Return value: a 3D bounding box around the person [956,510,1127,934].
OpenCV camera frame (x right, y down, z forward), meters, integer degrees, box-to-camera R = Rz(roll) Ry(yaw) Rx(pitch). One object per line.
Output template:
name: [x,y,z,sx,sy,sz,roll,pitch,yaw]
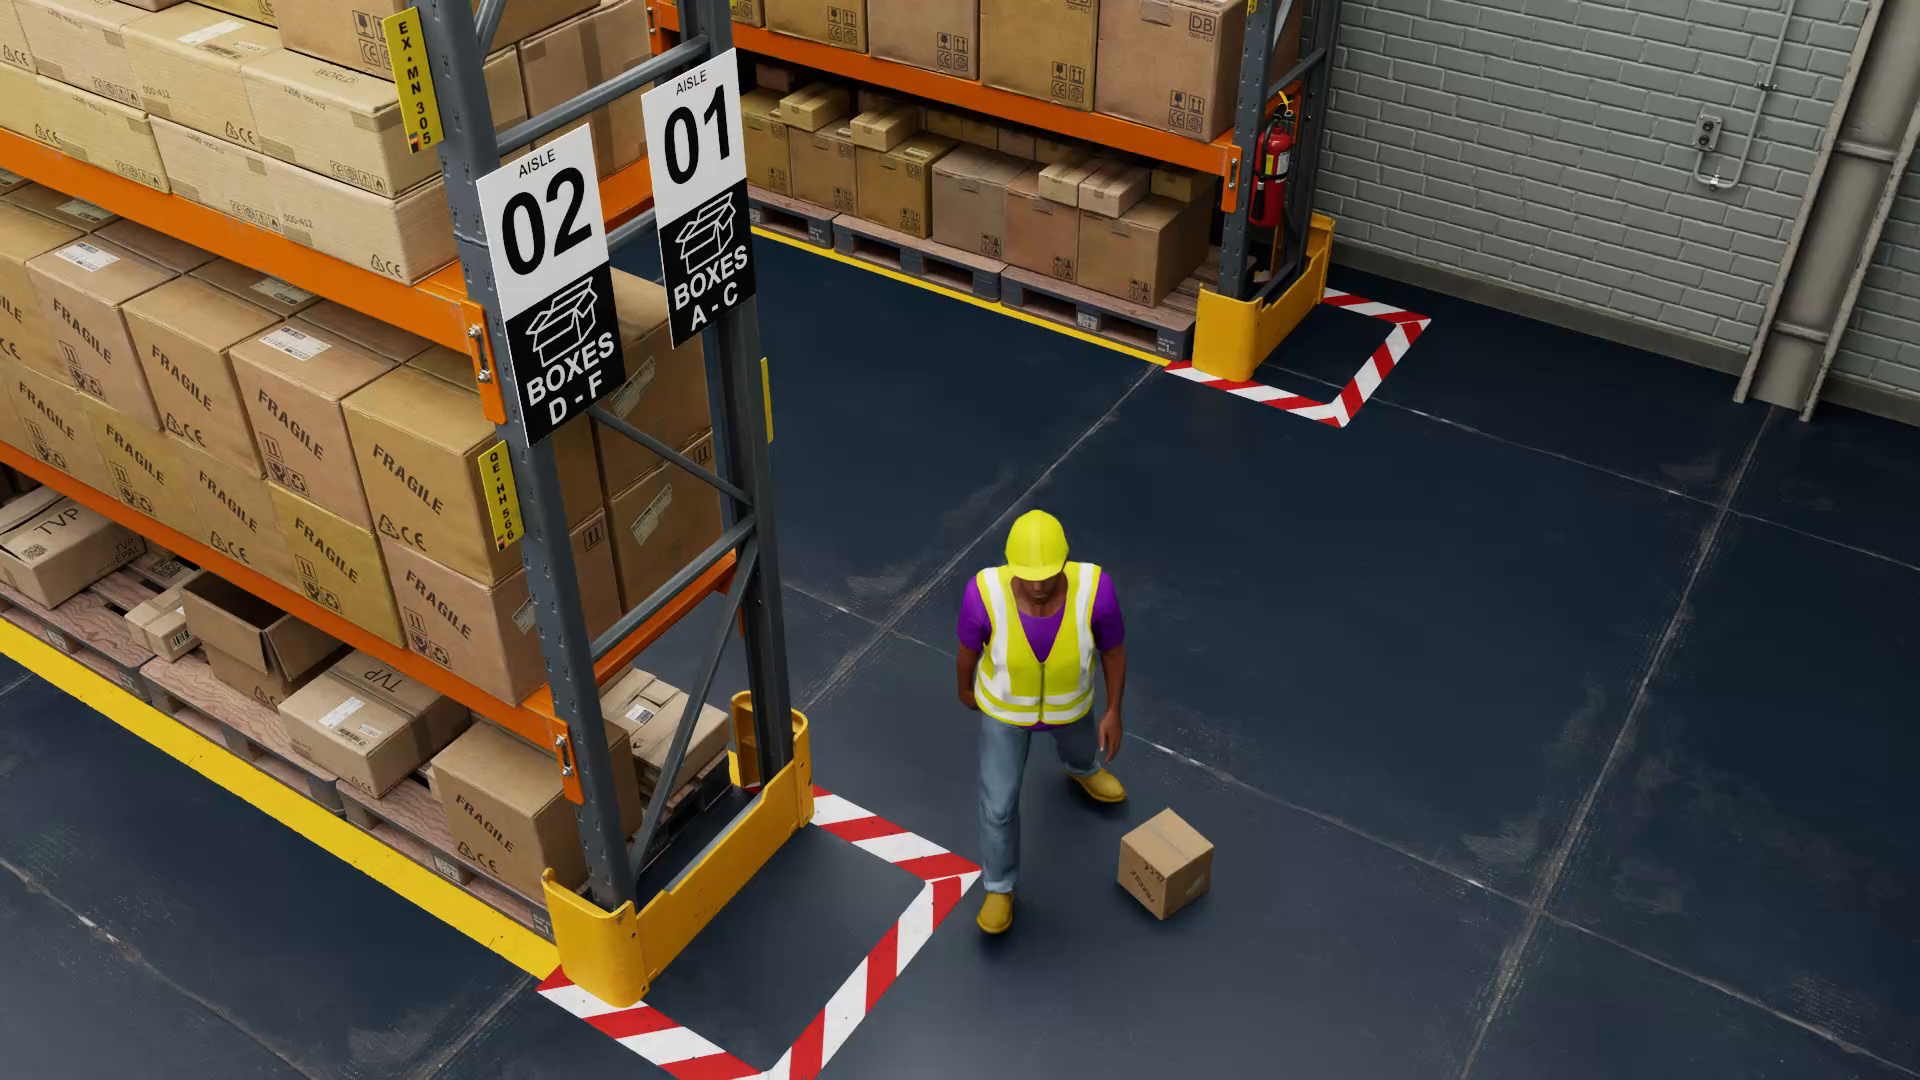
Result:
person: [0.343,0.557,5.983,0.701,1.742,0.862,-5,38,-6]
